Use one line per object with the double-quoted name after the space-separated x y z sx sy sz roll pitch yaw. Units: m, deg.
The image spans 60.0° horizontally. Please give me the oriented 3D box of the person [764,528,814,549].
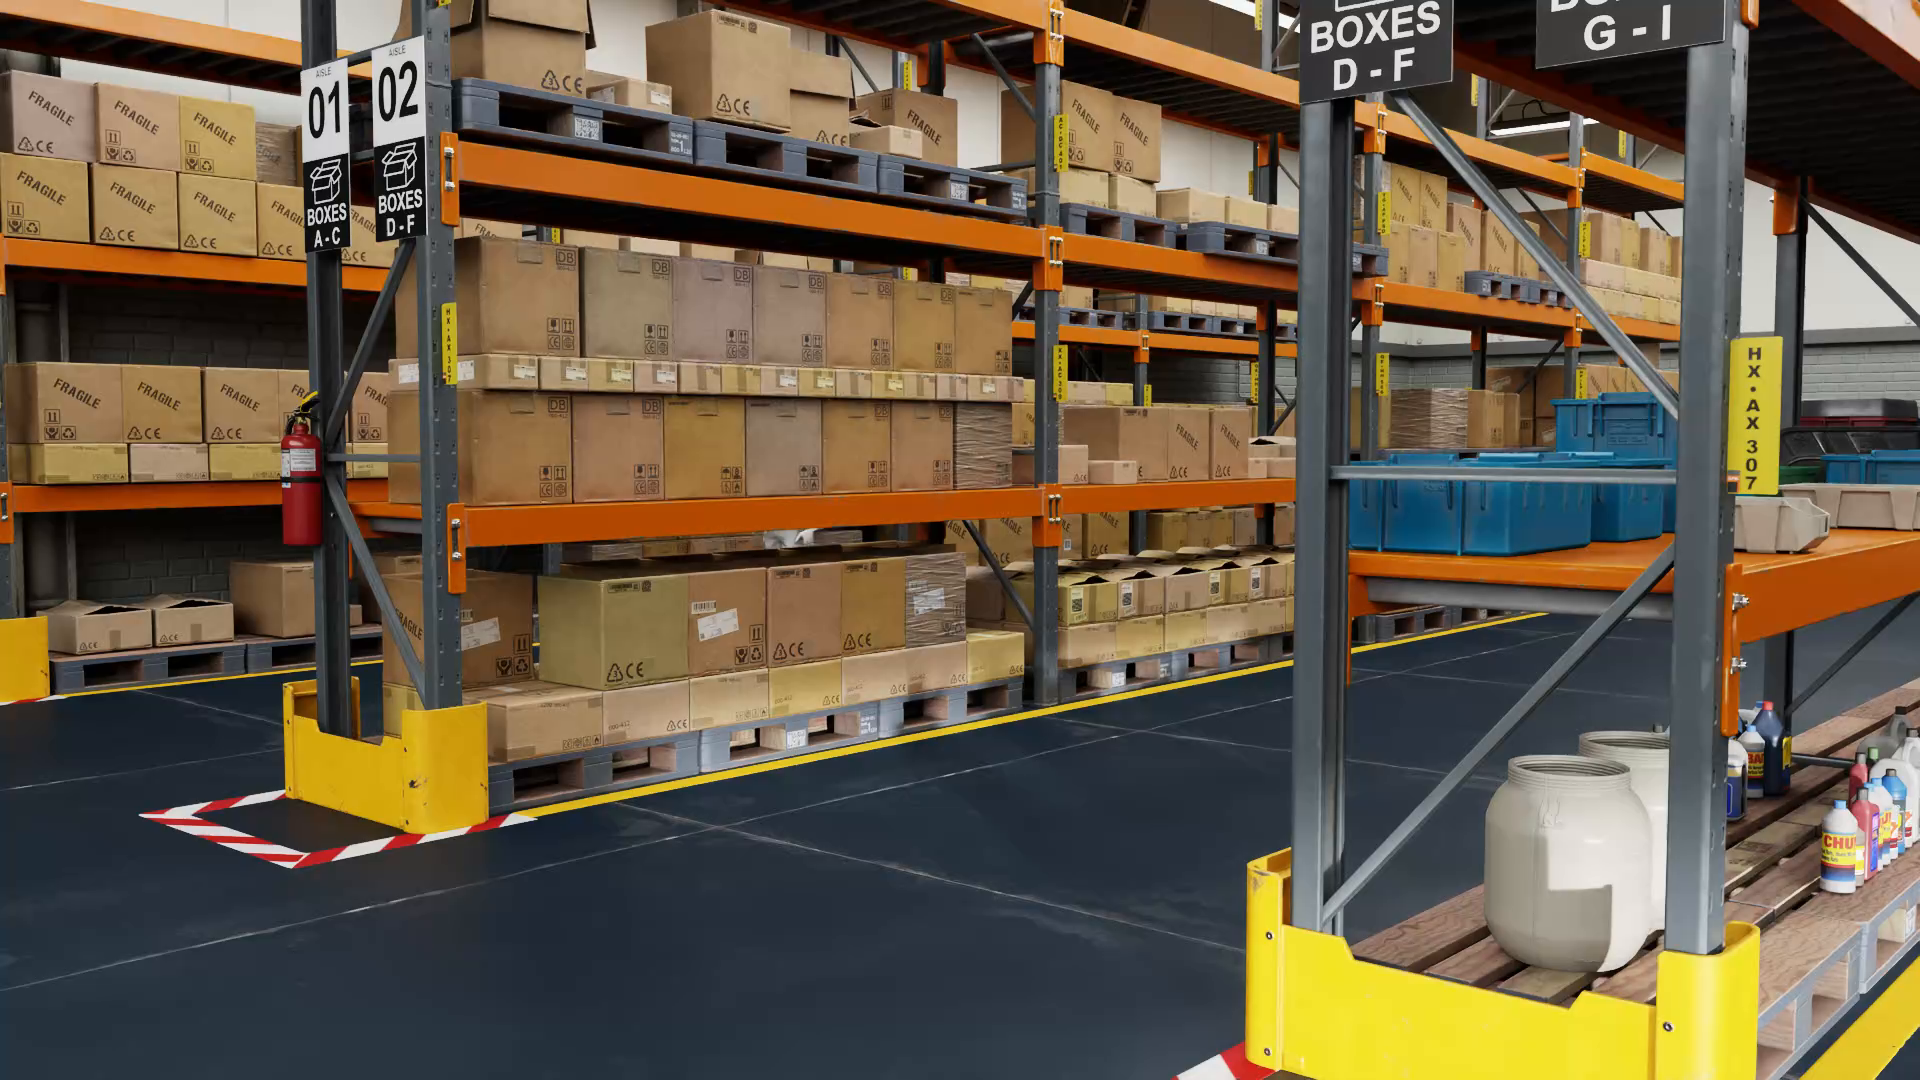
-1.282 -0.059 12.463 0.524 1.788 0.358 3 5 42 "person"
